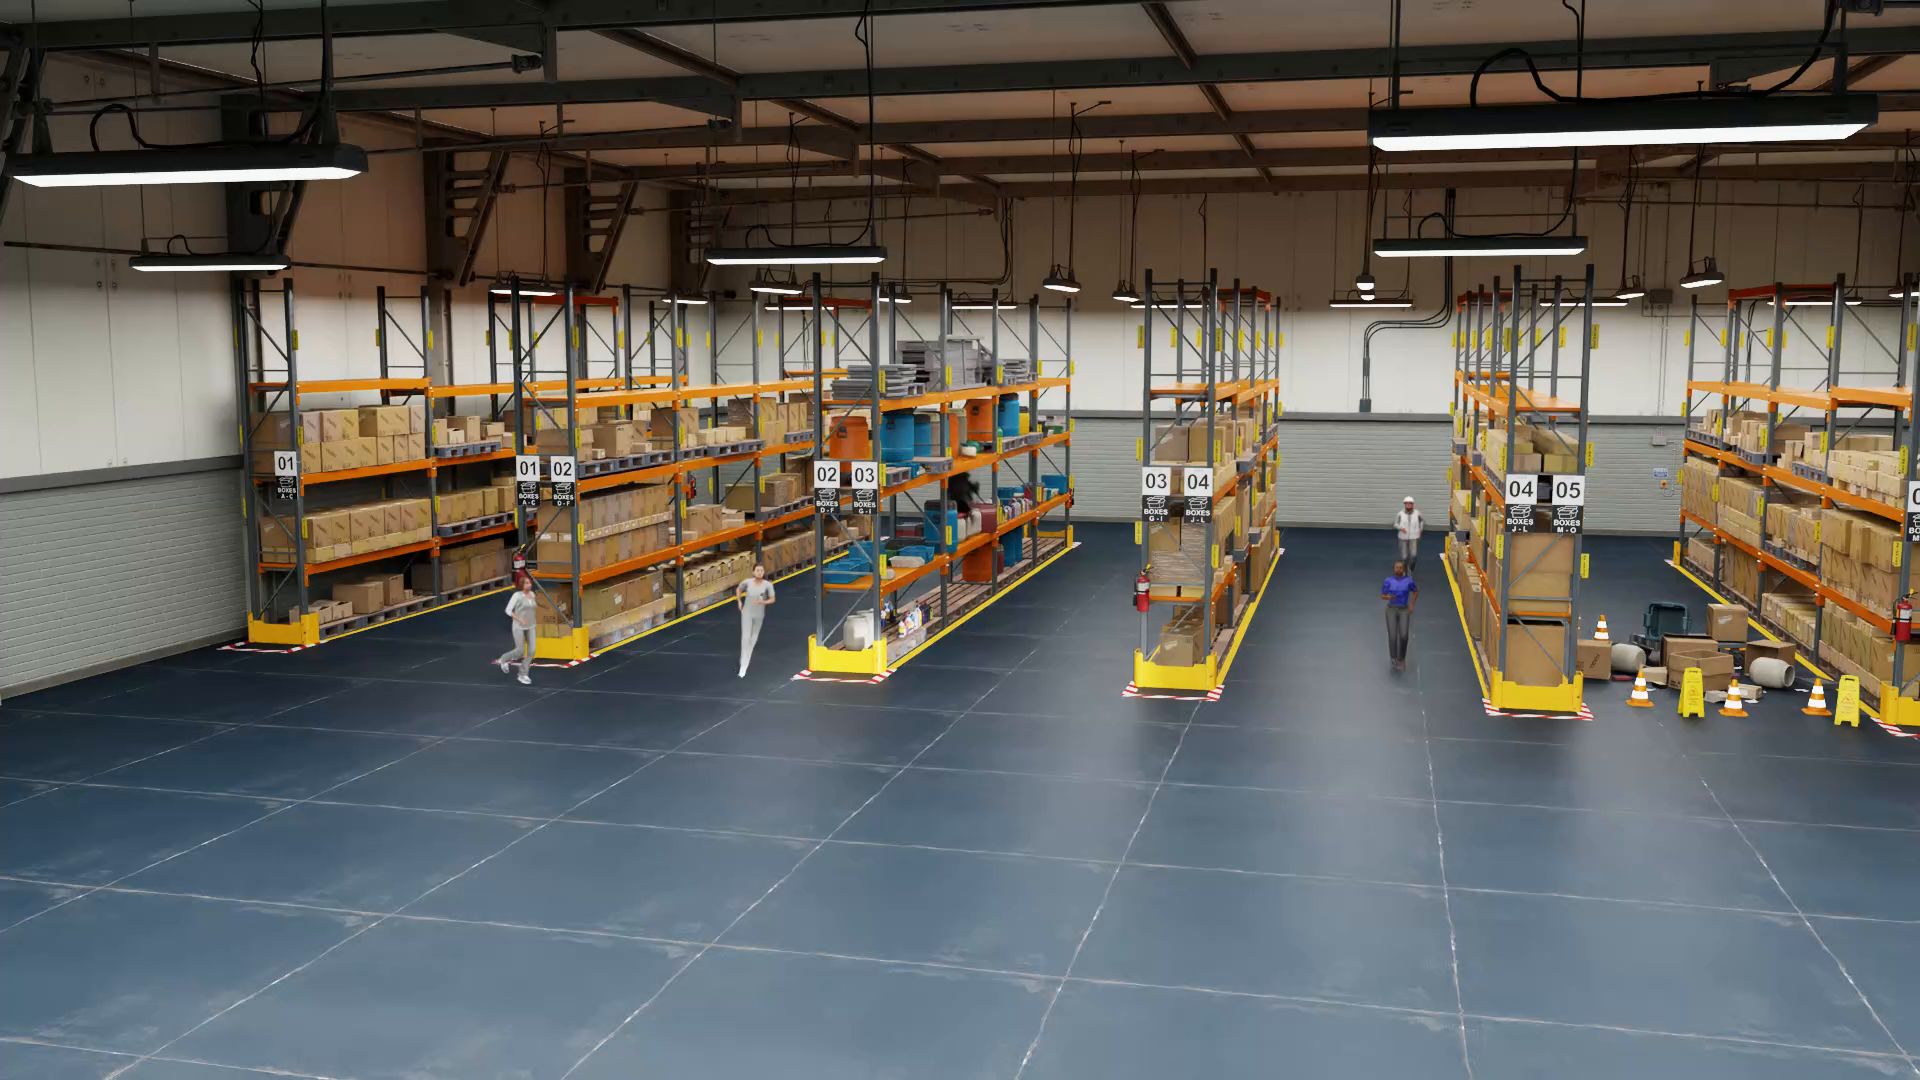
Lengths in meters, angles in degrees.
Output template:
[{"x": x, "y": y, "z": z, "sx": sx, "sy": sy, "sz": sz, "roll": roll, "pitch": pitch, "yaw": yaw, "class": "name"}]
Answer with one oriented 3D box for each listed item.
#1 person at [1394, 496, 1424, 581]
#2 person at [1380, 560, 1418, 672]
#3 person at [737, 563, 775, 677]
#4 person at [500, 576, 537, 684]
[{"x": 9.358, "y": -0.017, "z": 34.689, "sx": 0.616, "sy": 1.799, "sz": 0.741, "roll": 2, "pitch": 7, "yaw": 16, "class": "person"}, {"x": 6.684, "y": 1.160, "z": 25.344, "sx": 0.553, "sy": 1.699, "sz": 0.681, "roll": 2, "pitch": 7, "yaw": 16, "class": "person"}, {"x": -3.099, "y": 1.180, "z": 25.209, "sx": 0.581, "sy": 1.710, "sz": 0.773, "roll": -2, "pitch": 7, "yaw": -12, "class": "person"}, {"x": -6.473, "y": 1.305, "z": 24.565, "sx": 0.642, "sy": 1.568, "sz": 0.556, "roll": 5, "pitch": 9, "yaw": 38, "class": "person"}]
